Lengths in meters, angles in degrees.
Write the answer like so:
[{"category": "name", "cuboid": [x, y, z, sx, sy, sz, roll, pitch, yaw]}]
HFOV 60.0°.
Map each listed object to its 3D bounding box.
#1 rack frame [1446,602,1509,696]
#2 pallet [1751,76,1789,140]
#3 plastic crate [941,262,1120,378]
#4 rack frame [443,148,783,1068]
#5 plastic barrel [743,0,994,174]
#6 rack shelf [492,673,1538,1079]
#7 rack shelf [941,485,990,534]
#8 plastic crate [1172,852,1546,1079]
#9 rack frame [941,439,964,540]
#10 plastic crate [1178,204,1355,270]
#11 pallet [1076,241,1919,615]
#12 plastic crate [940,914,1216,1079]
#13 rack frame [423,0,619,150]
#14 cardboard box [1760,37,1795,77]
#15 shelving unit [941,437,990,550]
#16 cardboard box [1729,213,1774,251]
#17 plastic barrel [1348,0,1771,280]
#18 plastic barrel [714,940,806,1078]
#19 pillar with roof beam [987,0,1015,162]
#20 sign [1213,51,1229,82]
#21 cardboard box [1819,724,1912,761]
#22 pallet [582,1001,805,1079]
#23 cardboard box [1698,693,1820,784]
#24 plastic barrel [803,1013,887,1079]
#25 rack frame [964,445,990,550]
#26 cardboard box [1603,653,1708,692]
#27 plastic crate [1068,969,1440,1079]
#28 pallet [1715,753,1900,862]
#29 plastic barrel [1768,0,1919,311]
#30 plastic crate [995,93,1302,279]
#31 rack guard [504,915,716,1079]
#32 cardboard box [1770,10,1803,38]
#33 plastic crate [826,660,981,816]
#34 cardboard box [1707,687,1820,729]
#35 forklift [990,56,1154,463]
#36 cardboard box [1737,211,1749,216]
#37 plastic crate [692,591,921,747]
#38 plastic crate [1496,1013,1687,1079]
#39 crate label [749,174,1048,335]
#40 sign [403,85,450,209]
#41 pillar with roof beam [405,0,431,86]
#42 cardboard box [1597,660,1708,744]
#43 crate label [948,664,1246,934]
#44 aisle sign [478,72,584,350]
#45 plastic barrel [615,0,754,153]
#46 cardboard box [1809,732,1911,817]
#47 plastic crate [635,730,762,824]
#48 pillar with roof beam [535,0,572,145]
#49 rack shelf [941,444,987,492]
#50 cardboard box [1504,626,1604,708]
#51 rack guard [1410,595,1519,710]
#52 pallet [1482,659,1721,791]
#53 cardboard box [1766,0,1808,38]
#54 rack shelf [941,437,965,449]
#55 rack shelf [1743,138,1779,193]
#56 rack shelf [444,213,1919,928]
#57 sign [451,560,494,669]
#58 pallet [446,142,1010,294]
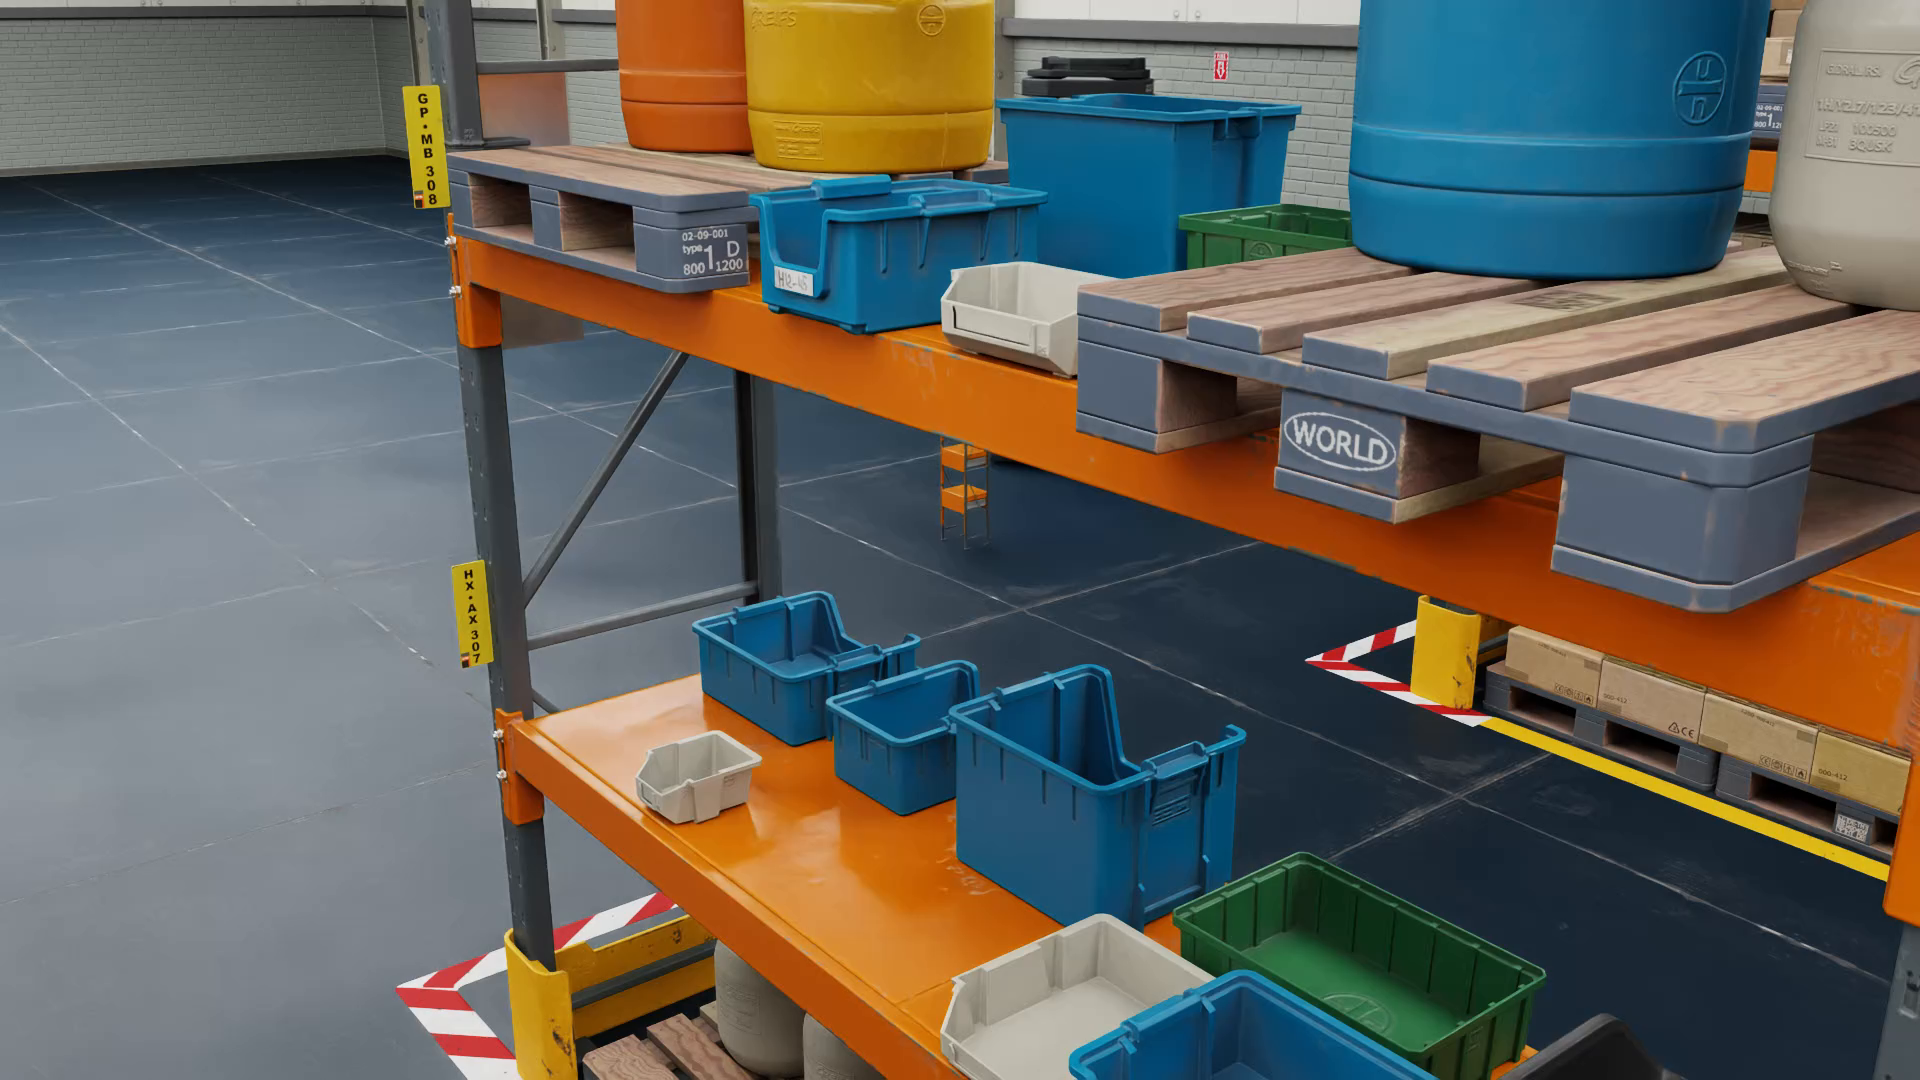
[{"category": "rack frame", "cuboid": [2.861, -0.718, 8.258, 1.000, 3.000, 0.127, -14, 23, -36]}, {"category": "pallet", "cuboid": [3.280, -1.920, 7.259, 1.003, 0.211, 1.213, -14, 23, -36]}, {"category": "plastic crate", "cuboid": [0.146, -0.382, 2.890, 0.243, 0.136, 0.396, -14, 23, -36]}, {"category": "rack frame", "cuboid": [-1.024, 0.248, 5.341, 1.000, 3.000, 0.127, -14, 23, -36]}, {"category": "plastic barrel", "cuboid": [-0.216, -1.208, 4.000, 0.600, 0.588, 0.600, 0, 18, 0]}, {"category": "rack shelf", "cuboid": [0.218, 1.083, 3.966, 1.077, 0.370, 4.000, -14, 23, -36]}, {"category": "rack shelf", "cuboid": [0.033, -0.211, 10.748, 0.215, 0.259, 0.240, -14, 23, -36]}, {"category": "plastic crate", "cuboid": [0.838, 0.945, 3.574, 0.450, 0.188, 0.662, -14, 23, -36]}, {"category": "rack frame", "cuboid": [-0.043, -0.515, 10.748, 0.200, 1.050, 0.008, -14, 23, -36]}, {"category": "plastic crate", "cuboid": [0.694, -0.531, 3.261, 0.336, 0.188, 0.450, -14, 23, -36]}, {"category": "pallet", "cuboid": [0.935, -0.259, 2.402, 1.213, 0.211, 1.003, -14, 23, -36]}, {"category": "plastic crate", "cuboid": [0.253, 1.008, 3.465, 0.530, 0.136, 0.437, -14, 23, -36]}, {"category": "rack frame", "cuboid": [-1.024, -2.600, 4.398, 1.000, 3.000, 0.127, -14, 23, -36]}, {"category": "cardboard box", "cuboid": [3.454, -1.964, 6.758, 0.380, 0.149, 0.250, -14, 23, -36]}, {"category": "shelving unit", "cuboid": [0.033, -0.485, 10.658, 0.215, 1.050, 0.252, -14, 23, -36]}, {"category": "cardboard box", "cuboid": [3.505, -1.122, 7.256, 0.700, 0.500, 0.500, -15, 23, -38]}, {"category": "plastic barrel", "cuboid": [0.926, -0.894, 2.552, 0.600, 0.901, 0.708, -14, 23, -36]}, {"category": "plastic barrel", "cuboid": [-0.555, 1.377, 5.221, 0.421, 0.512, 0.421, 0, 18, 0]}, {"category": "pillar with roof beam", "cuboid": [-2.970, -6.646, 16.619, 9.100, 9.000, 0.400, -14, 23, -36]}, {"category": "sign", "cuboid": [2.698, -4.898, 17.196, 0.001, 0.298, 0.199, -14, 23, -36]}, {"category": "cardboard box", "cuboid": [3.949, 0.578, 6.858, 0.500, 0.500, 0.500, -14, 23, -36]}, {"category": "pallet", "cuboid": [-0.439, 1.783, 5.143, 1.003, 0.211, 1.213, -14, 23, -36]}, {"category": "cardboard box", "cuboid": [3.643, 0.810, 7.352, 0.500, 0.250, 0.500, -14, 23, -36]}, {"category": "plastic barrel", "cuboid": [-0.244, 1.501, 4.848, 0.421, 0.512, 0.421, 0, 18, 0]}, {"category": "rack frame", "cuboid": [0.109, -0.455, 10.567, 0.200, 1.050, 0.008, -14, 23, -36]}, {"category": "cardboard box", "cuboid": [3.332, 0.331, 7.605, 0.500, 0.500, 0.500, -14, 23, -36]}, {"category": "plastic crate", "cuboid": [0.560, 1.085, 3.051, 0.499, 0.251, 0.616, -14, 23, -36]}, {"category": "pallet", "cuboid": [4.122, 1.087, 7.244, 1.003, 0.211, 1.213, -14, 23, -36]}, {"category": "plastic barrel", "cuboid": [1.346, -0.587, 2.245, 0.421, 0.512, 0.421, 0, 18, 0]}, {"category": "plastic crate", "cuboid": [0.396, -0.757, 3.630, 0.392, 0.384, 0.575, -14, 23, -36]}, {"category": "rack guard", "cuboid": [-0.940, 1.444, 5.705, 1.175, 0.500, 0.348, -14, 23, -36]}, {"category": "cardboard box", "cuboid": [3.783, -2.104, 7.020, 0.500, 0.250, 0.500, -14, 23, -36]}, {"category": "plastic crate", "cuboid": [-0.080, 0.545, 4.682, 0.499, 0.251, 0.408, -14, 23, -36]}, {"category": "cardboard box", "cuboid": [3.653, 0.451, 7.240, 0.500, 0.500, 0.500, -14, 23, -36]}, {"category": "forklift", "cuboid": [1.130, -2.323, 13.215, 1.130, 2.935, 3.031, 6, 19, 18]}, {"category": "cardboard box", "cuboid": [3.174, -1.250, 7.644, 0.700, 0.500, 0.500, -14, 23, -36]}, {"category": "plastic crate", "cuboid": [-0.478, 0.384, 5.168, 0.499, 0.251, 0.616, -14, 23, -36]}, {"category": "plastic crate", "cuboid": [1.234, 1.110, 2.839, 0.767, 0.338, 0.504, -14, 23, -36]}, {"category": "crate label", "cuboid": [-0.121, -0.579, 3.305, 0.502, 0.251, 0.408, -14, 23, -36]}, {"category": "sign", "cuboid": [-1.458, -1.074, 4.547, 0.100, 0.325, 0.005, -14, 23, -36]}, {"category": "pillar with roof beam", "cuboid": [-14.146, -11.082, 30.014, 9.100, 9.000, 0.400, -14, 23, -36]}, {"category": "cardboard box", "cuboid": [3.333, 0.686, 7.724, 0.500, 0.250, 0.500, -14, 23, -36]}, {"category": "crate label", "cuboid": [0.331, 0.632, 4.125, 0.502, 0.435, 0.616, -14, 23, -36]}, {"category": "aisle sign", "cuboid": [-1.298, -0.946, 4.813, 0.394, 0.787, 0.004, -14, 23, -36]}, {"category": "plastic barrel", "cuboid": [-0.622, -1.484, 4.449, 0.600, 0.830, 0.708, -14, 23, -36]}, {"category": "cardboard box", "cuboid": [3.950, 0.934, 6.977, 0.500, 0.250, 0.500, -14, 23, -36]}, {"category": "plastic crate", "cuboid": [-0.720, 0.657, 4.527, 0.298, 0.136, 0.250, -14, 23, -36]}, {"category": "pillar with roof beam", "cuboid": [-10.421, -9.603, 25.549, 9.100, 9.000, 0.400, -14, 23, -36]}, {"category": "rack shelf", "cuboid": [0.033, -0.475, 10.661, 0.215, 0.259, 0.240, -14, 23, -36]}, {"category": "cardboard box", "cuboid": [3.020, 0.564, 8.094, 0.500, 0.250, 0.500, -14, 23, -36]}, {"category": "rack guard", "cuboid": [2.847, 0.463, 8.669, 1.175, 0.500, 0.348, -14, 23, -36]}, {"category": "pallet", "cuboid": [3.369, 0.786, 8.152, 1.003, 0.211, 1.213, -14, 23, -36]}, {"category": "cardboard box", "cuboid": [3.215, -2.314, 7.252, 0.797, 0.503, 0.637, -12, 22, -32]}, {"category": "rack shelf", "cuboid": [0.033, -0.745, 10.572, 0.215, 0.259, 0.240, -14, 23, -36]}, {"category": "rack shelf", "cuboid": [4.103, -1.307, 6.411, 1.077, 0.370, 4.000, -14, 23, -36]}, {"category": "rack shelf", "cuboid": [0.218, -0.341, 3.494, 1.077, 0.370, 4.000, -14, 23, -36]}, {"category": "sign", "cuboid": [-1.458, 0.223, 4.976, 0.100, 0.325, 0.005, -14, 23, -36]}, {"category": "pallet", "cuboid": [-0.587, -0.863, 4.226, 1.003, 0.211, 1.213, -14, 23, -36]}]
